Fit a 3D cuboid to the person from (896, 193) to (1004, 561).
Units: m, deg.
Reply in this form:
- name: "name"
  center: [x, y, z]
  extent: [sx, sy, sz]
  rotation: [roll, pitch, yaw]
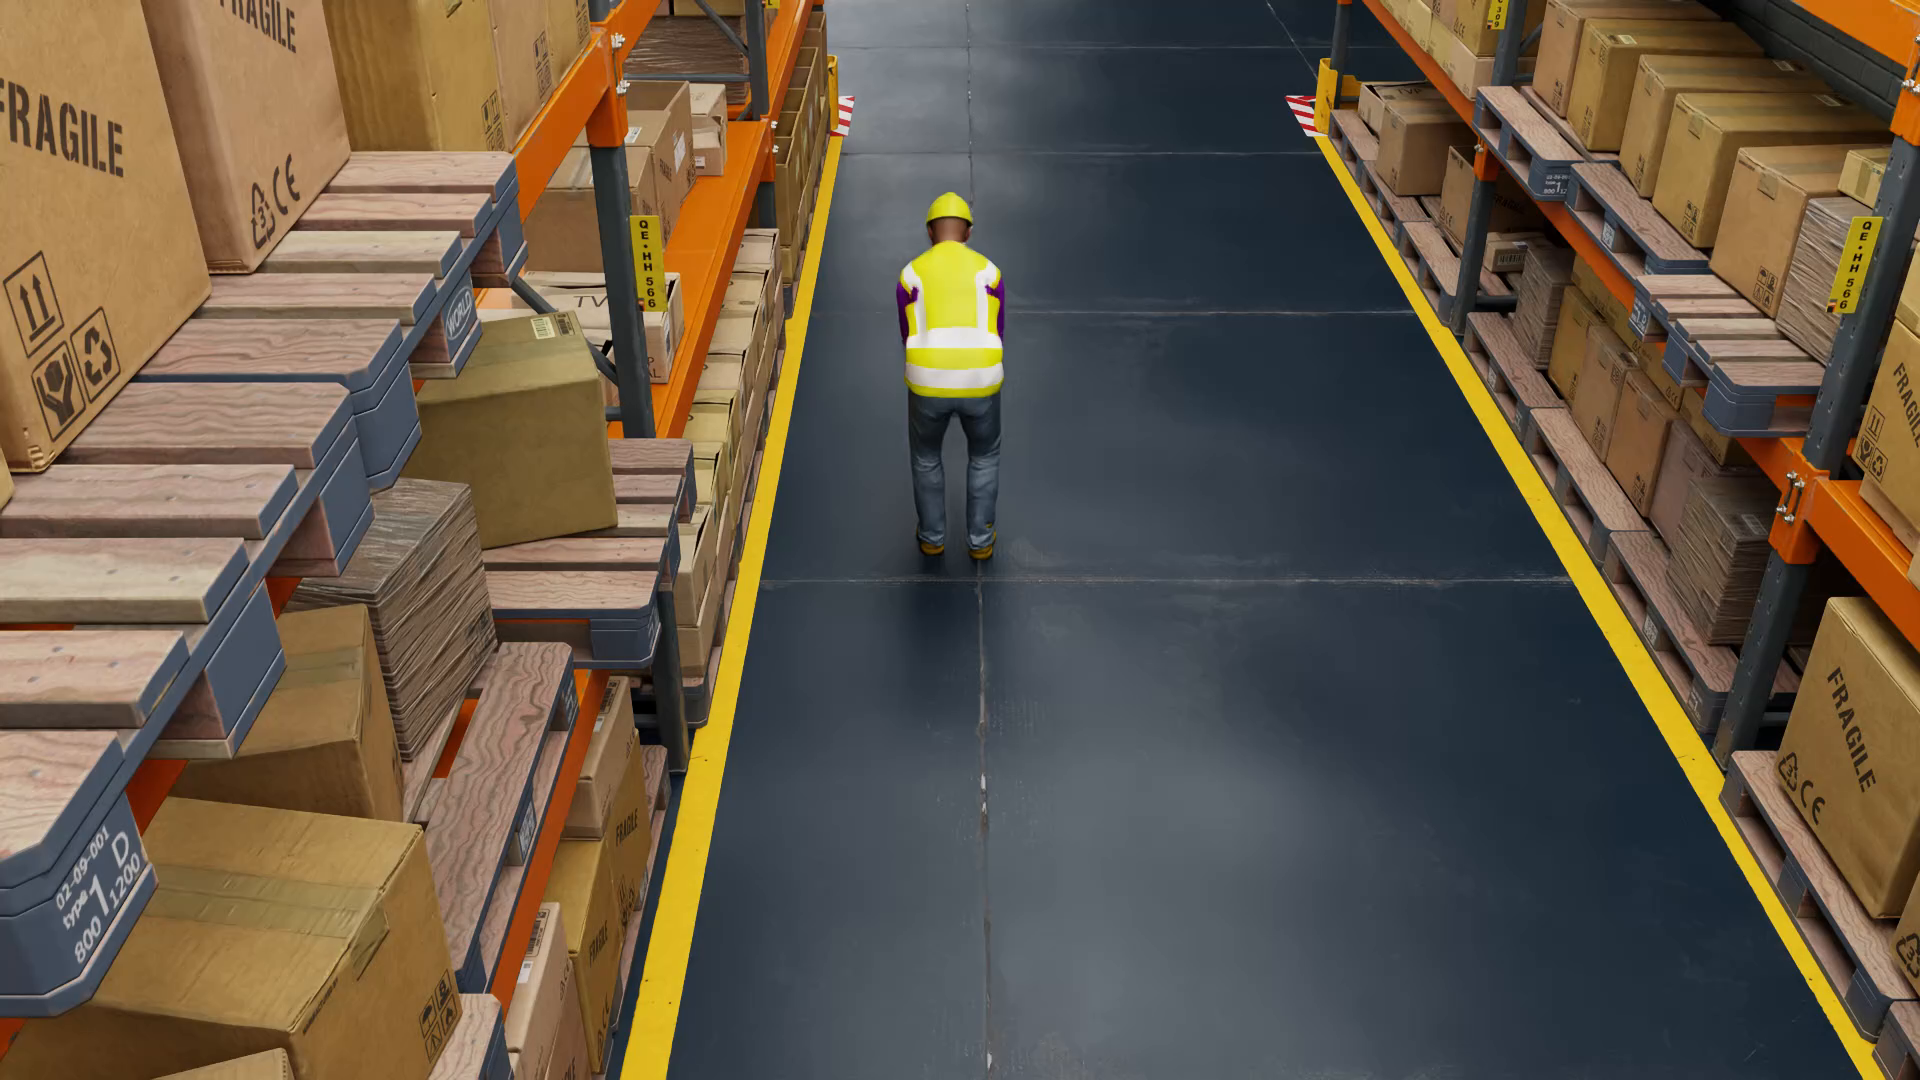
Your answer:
- name: "person"
  center: [-0.040, -0.723, 7.500]
  extent: [0.477, 1.555, 0.798]
  rotation: [-1, 31, -1]
